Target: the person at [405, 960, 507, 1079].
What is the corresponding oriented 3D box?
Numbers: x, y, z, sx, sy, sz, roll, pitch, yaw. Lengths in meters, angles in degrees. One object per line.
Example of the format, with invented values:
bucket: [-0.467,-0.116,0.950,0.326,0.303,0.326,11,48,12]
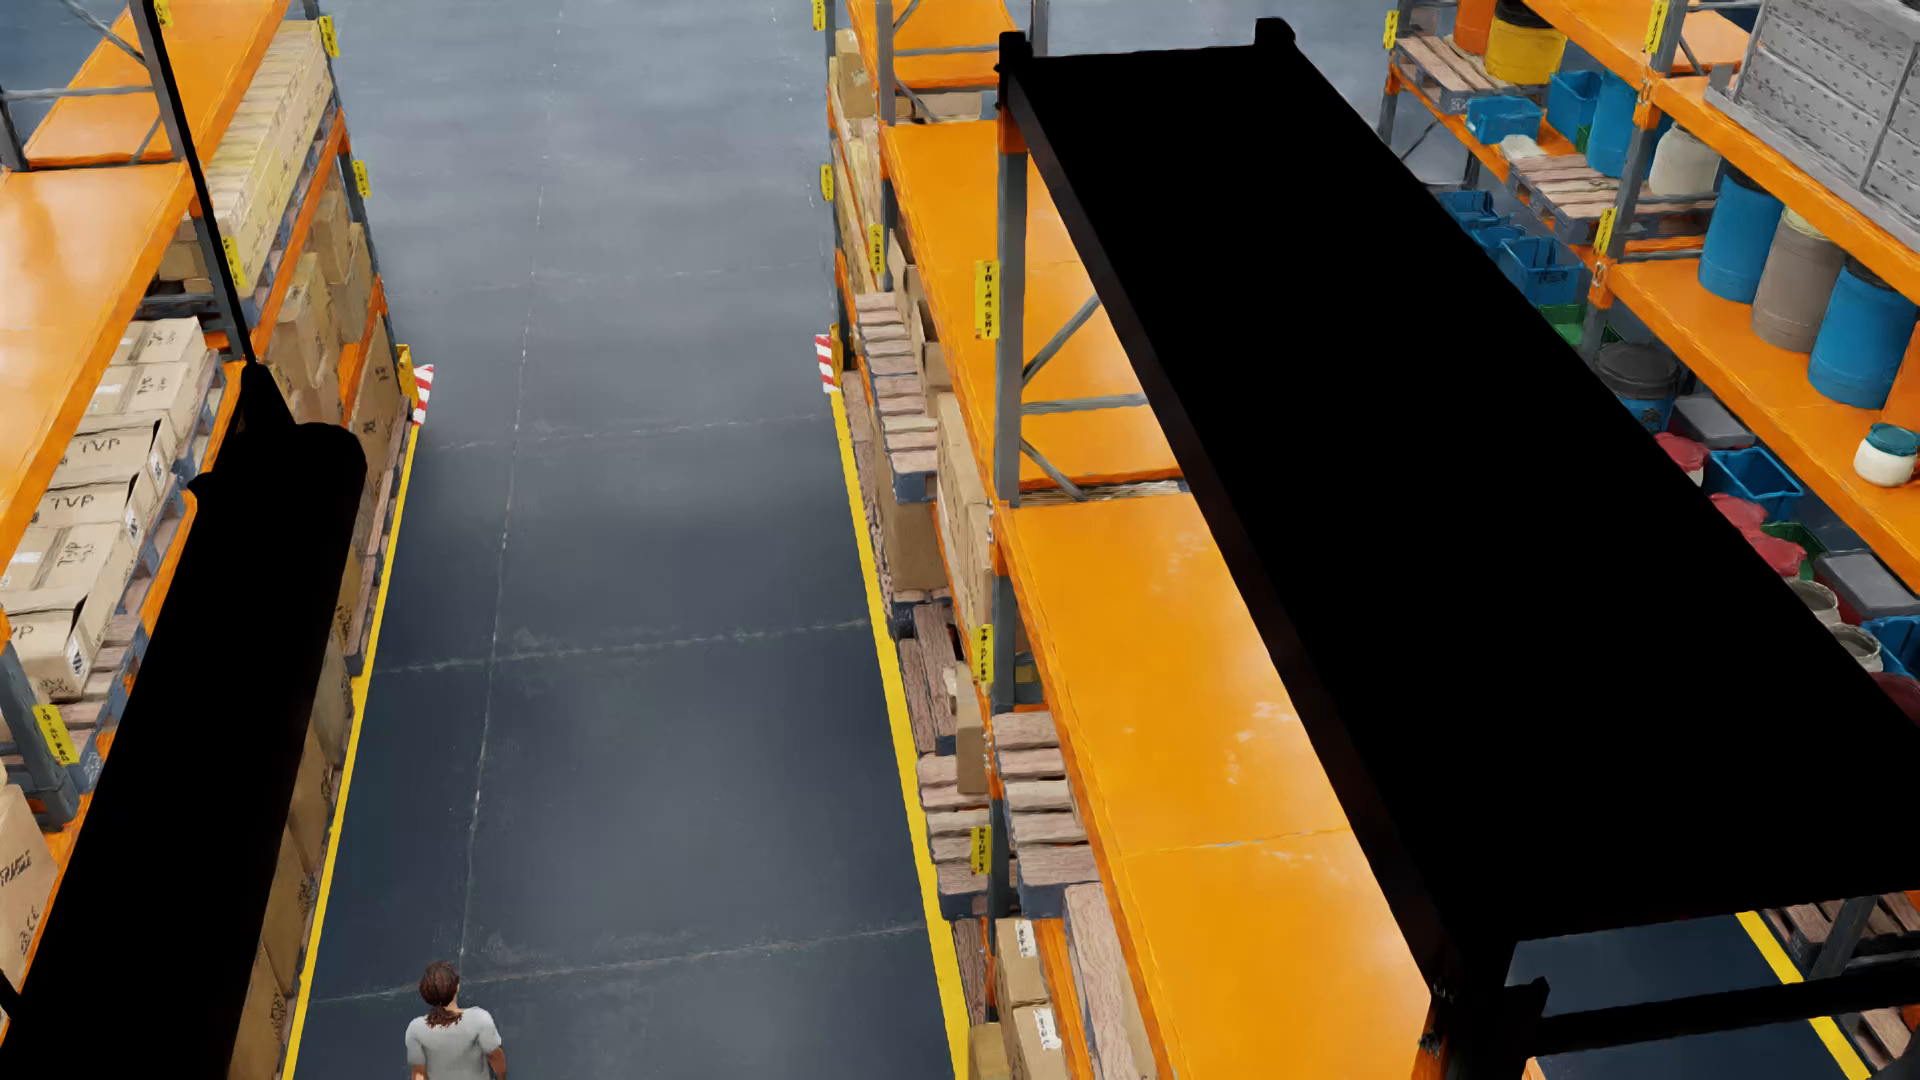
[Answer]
person: [-2.500,2.724,8.363,0.474,1.571,1.117,-4,36,-5]
